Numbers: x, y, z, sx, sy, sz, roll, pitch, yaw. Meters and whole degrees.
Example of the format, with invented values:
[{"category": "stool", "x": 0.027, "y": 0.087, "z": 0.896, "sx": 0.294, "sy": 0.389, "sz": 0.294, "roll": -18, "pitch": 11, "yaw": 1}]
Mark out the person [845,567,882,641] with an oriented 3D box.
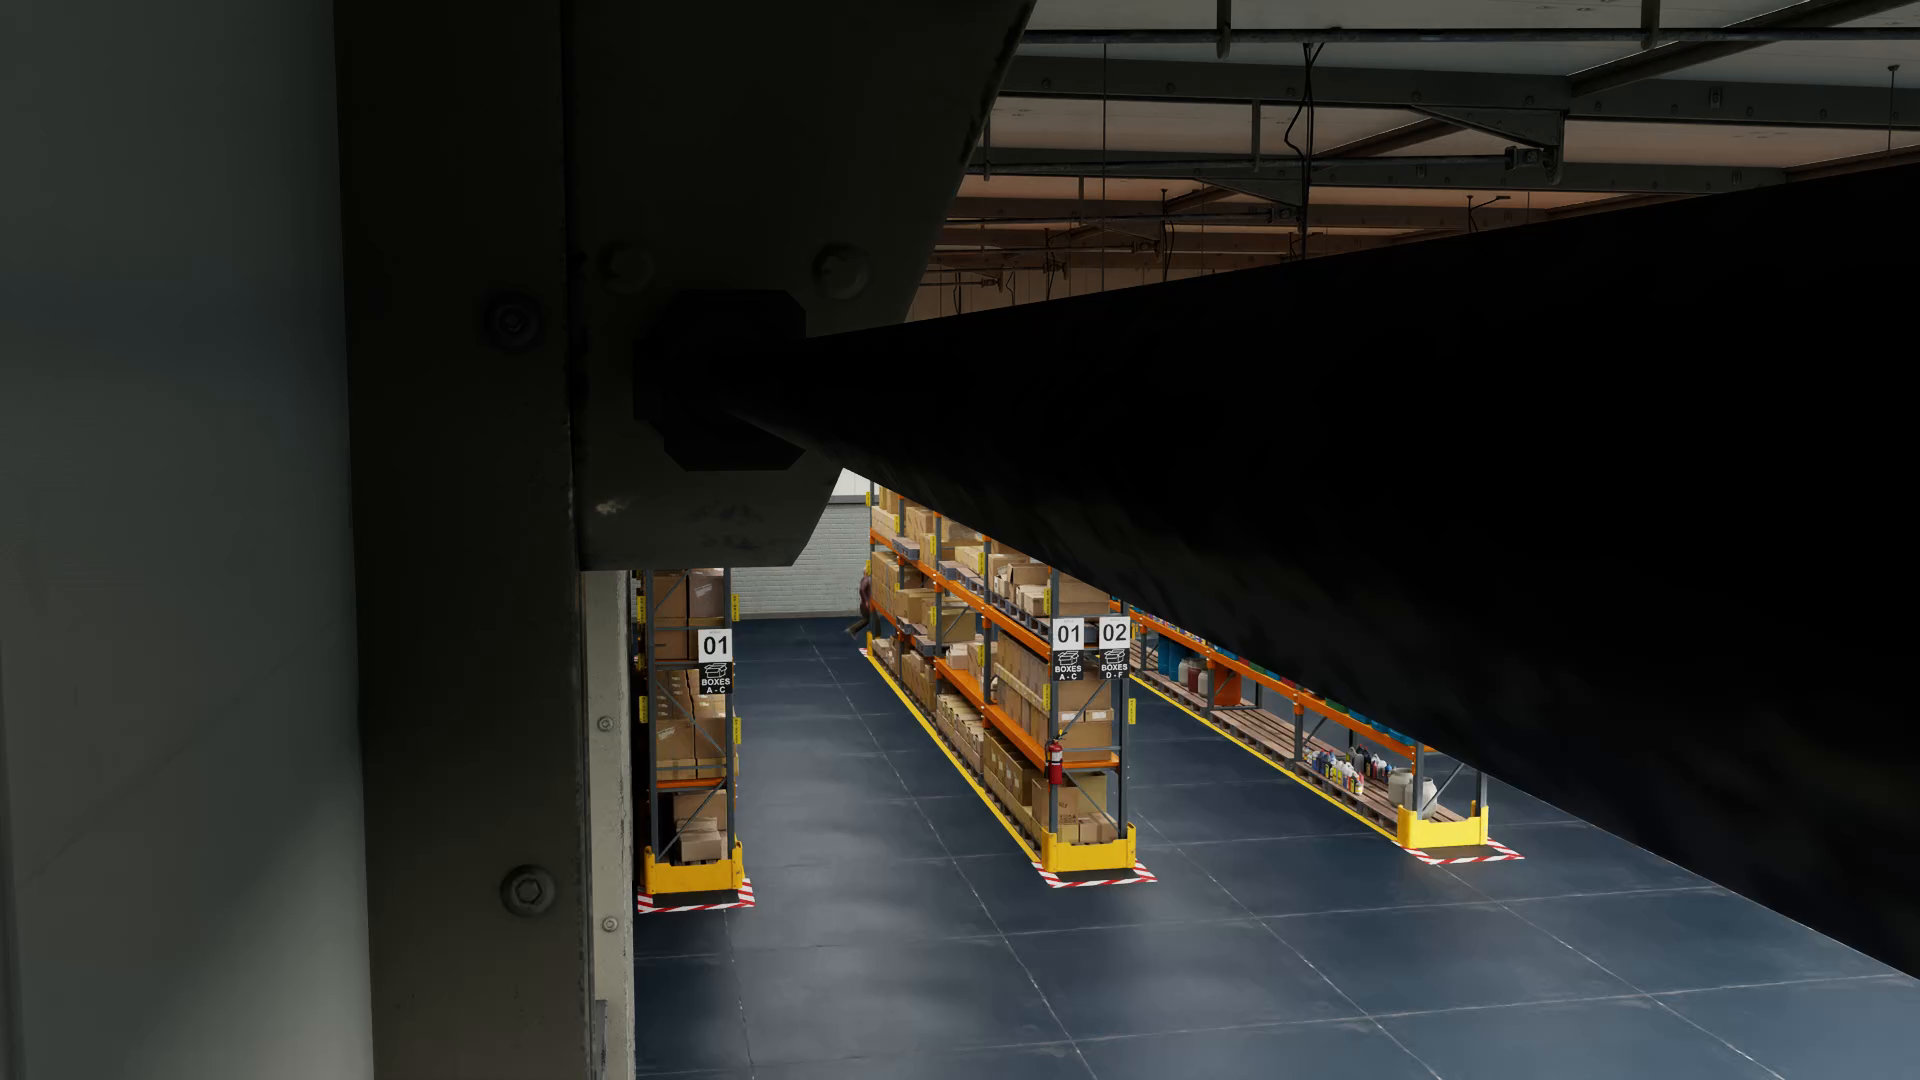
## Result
[{"category": "person", "x": -2.137, "y": 1.497, "z": 37.962, "sx": 0.976, "sy": 1.794, "sz": 0.742, "roll": -1, "pitch": 6, "yaw": -13}]
